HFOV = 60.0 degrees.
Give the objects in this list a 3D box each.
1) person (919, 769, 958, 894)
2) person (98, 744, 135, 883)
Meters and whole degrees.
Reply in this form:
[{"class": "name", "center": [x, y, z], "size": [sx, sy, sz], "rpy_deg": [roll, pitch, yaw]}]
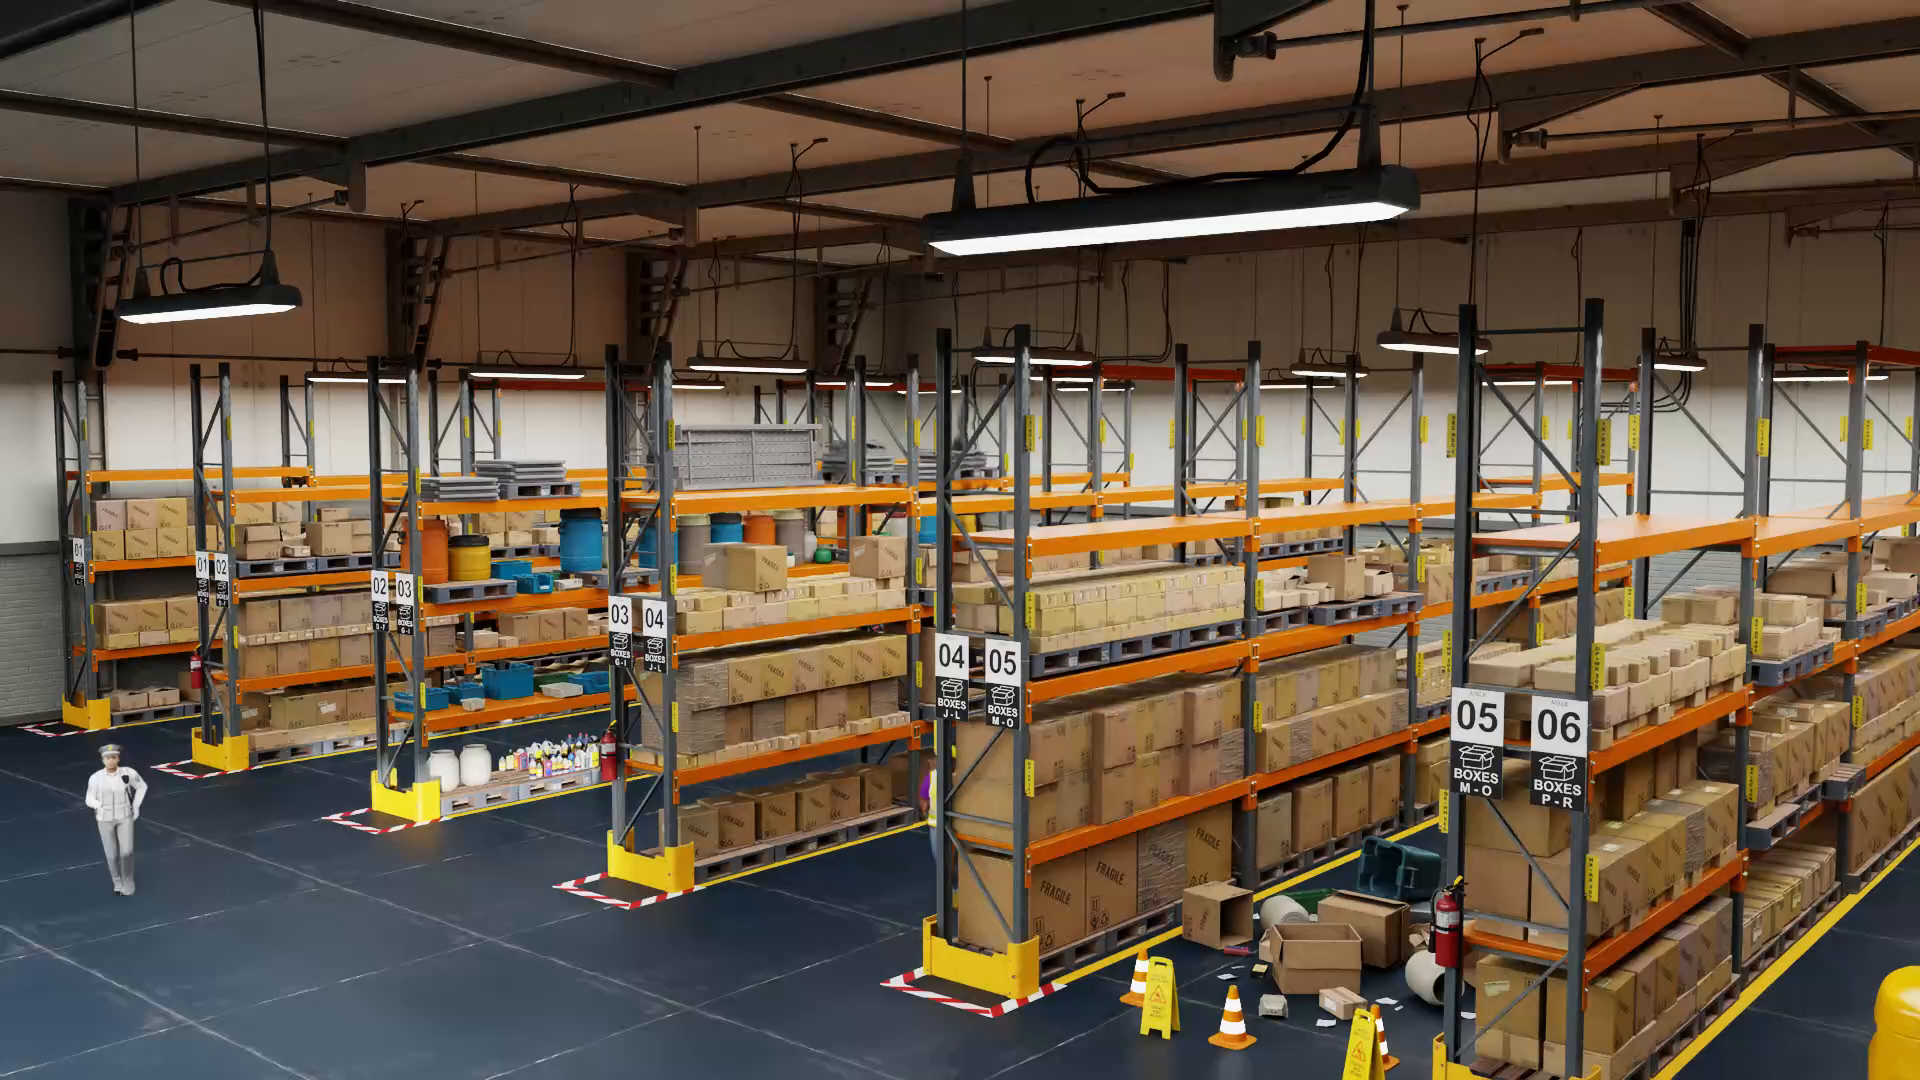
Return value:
[{"class": "person", "center": [-0.139, 3.112, 17.521], "size": [0.651, 1.386, 0.608], "rpy_deg": [2, 5, 29]}, {"class": "person", "center": [-9.115, 2.977, 17.974], "size": [0.367, 1.581, 0.565], "rpy_deg": [-2, 4, -22]}]
